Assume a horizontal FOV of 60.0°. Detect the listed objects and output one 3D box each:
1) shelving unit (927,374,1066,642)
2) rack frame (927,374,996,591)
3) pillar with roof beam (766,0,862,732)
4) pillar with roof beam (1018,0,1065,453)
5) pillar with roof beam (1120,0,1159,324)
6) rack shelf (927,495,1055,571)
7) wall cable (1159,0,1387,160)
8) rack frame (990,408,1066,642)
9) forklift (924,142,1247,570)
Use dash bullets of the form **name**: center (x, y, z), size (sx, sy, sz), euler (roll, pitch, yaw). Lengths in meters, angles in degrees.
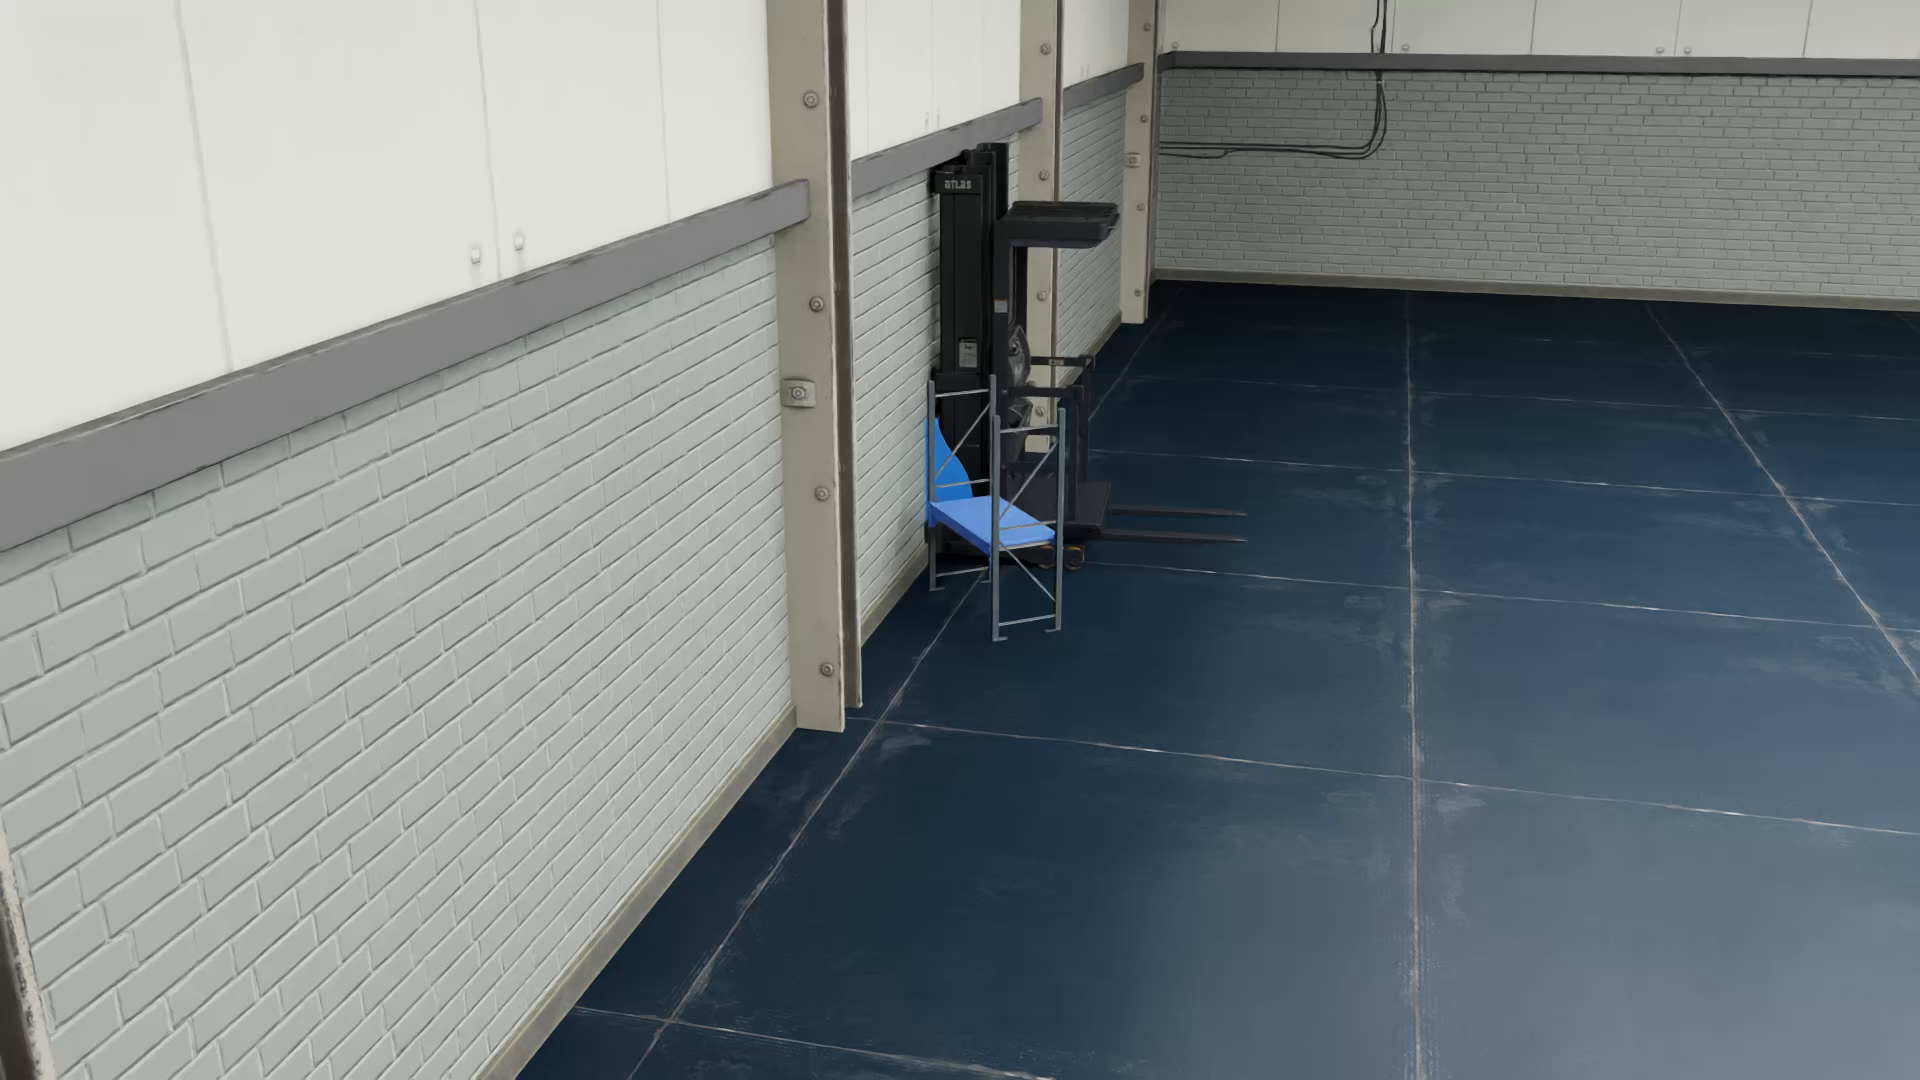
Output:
- **shelving unit**: center (0.222, -0.239, 11.066), size (0.538, 1.500, 1.048), euler (-8, 21, -23)
- **rack frame**: center (0.012, -0.388, 11.504), size (0.500, 1.500, 0.032), euler (-8, 21, -23)
- **pillar with roof beam**: center (3.399, -2.896, 7.245), size (9.100, 9.000, 0.400), euler (5, 19, 13)
- **pillar with roof beam**: center (4.865, -4.777, 12.751), size (9.100, 9.000, 0.400), euler (5, 19, 13)
- **pillar with roof beam**: center (6.331, -6.657, 18.256), size (9.100, 9.000, 0.400), euler (5, 19, 13)
- **rack shelf**: center (0.222, -0.068, 11.124), size (0.538, 0.185, 1.000), euler (-8, 21, -23)
- **wall cable**: center (4.159, -6.347, 22.151), size (3.097, 2.526, 0.112), euler (5, 19, 13)
- **rack frame**: center (0.431, -0.089, 10.627), size (0.500, 1.500, 0.032), euler (-8, 21, -23)
- **forklift**: center (0.621, -1.355, 12.120), size (3.031, 2.935, 1.130), euler (3, 19, 9)
